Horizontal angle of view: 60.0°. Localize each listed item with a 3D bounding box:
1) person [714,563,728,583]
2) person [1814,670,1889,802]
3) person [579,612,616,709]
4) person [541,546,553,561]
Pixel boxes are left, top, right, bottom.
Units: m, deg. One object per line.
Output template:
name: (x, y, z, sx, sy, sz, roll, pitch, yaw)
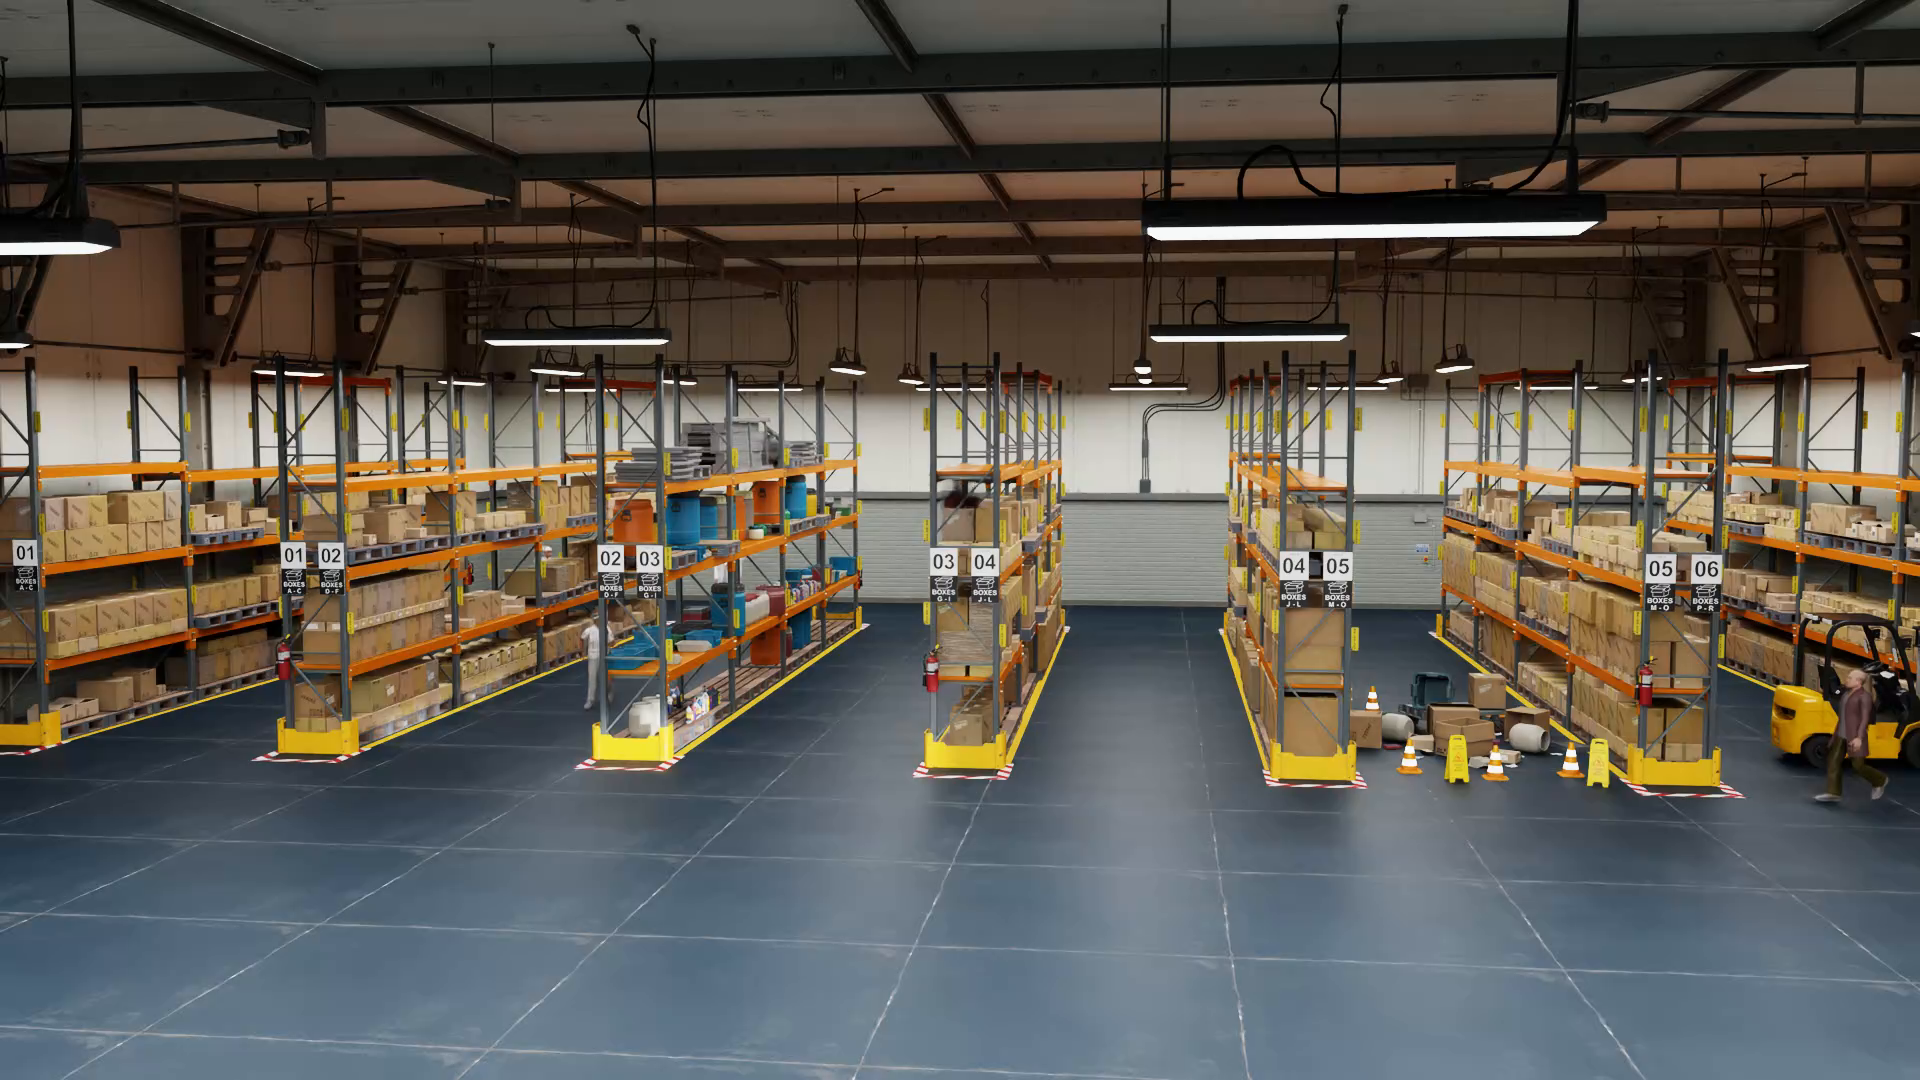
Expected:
person: (-6.075, 1.060, 43.063, 0.580, 1.741, 0.984, 0, 4, 2)
person: (11.754, 2.579, 21.821, 0.927, 1.753, 0.553, -1, 4, -17)
person: (-6.407, 2.072, 29.201, 0.618, 1.651, 1.028, 1, 4, 9)
person: (-10.803, 1.042, 43.370, 0.642, 1.764, 0.641, 1, 4, 11)
